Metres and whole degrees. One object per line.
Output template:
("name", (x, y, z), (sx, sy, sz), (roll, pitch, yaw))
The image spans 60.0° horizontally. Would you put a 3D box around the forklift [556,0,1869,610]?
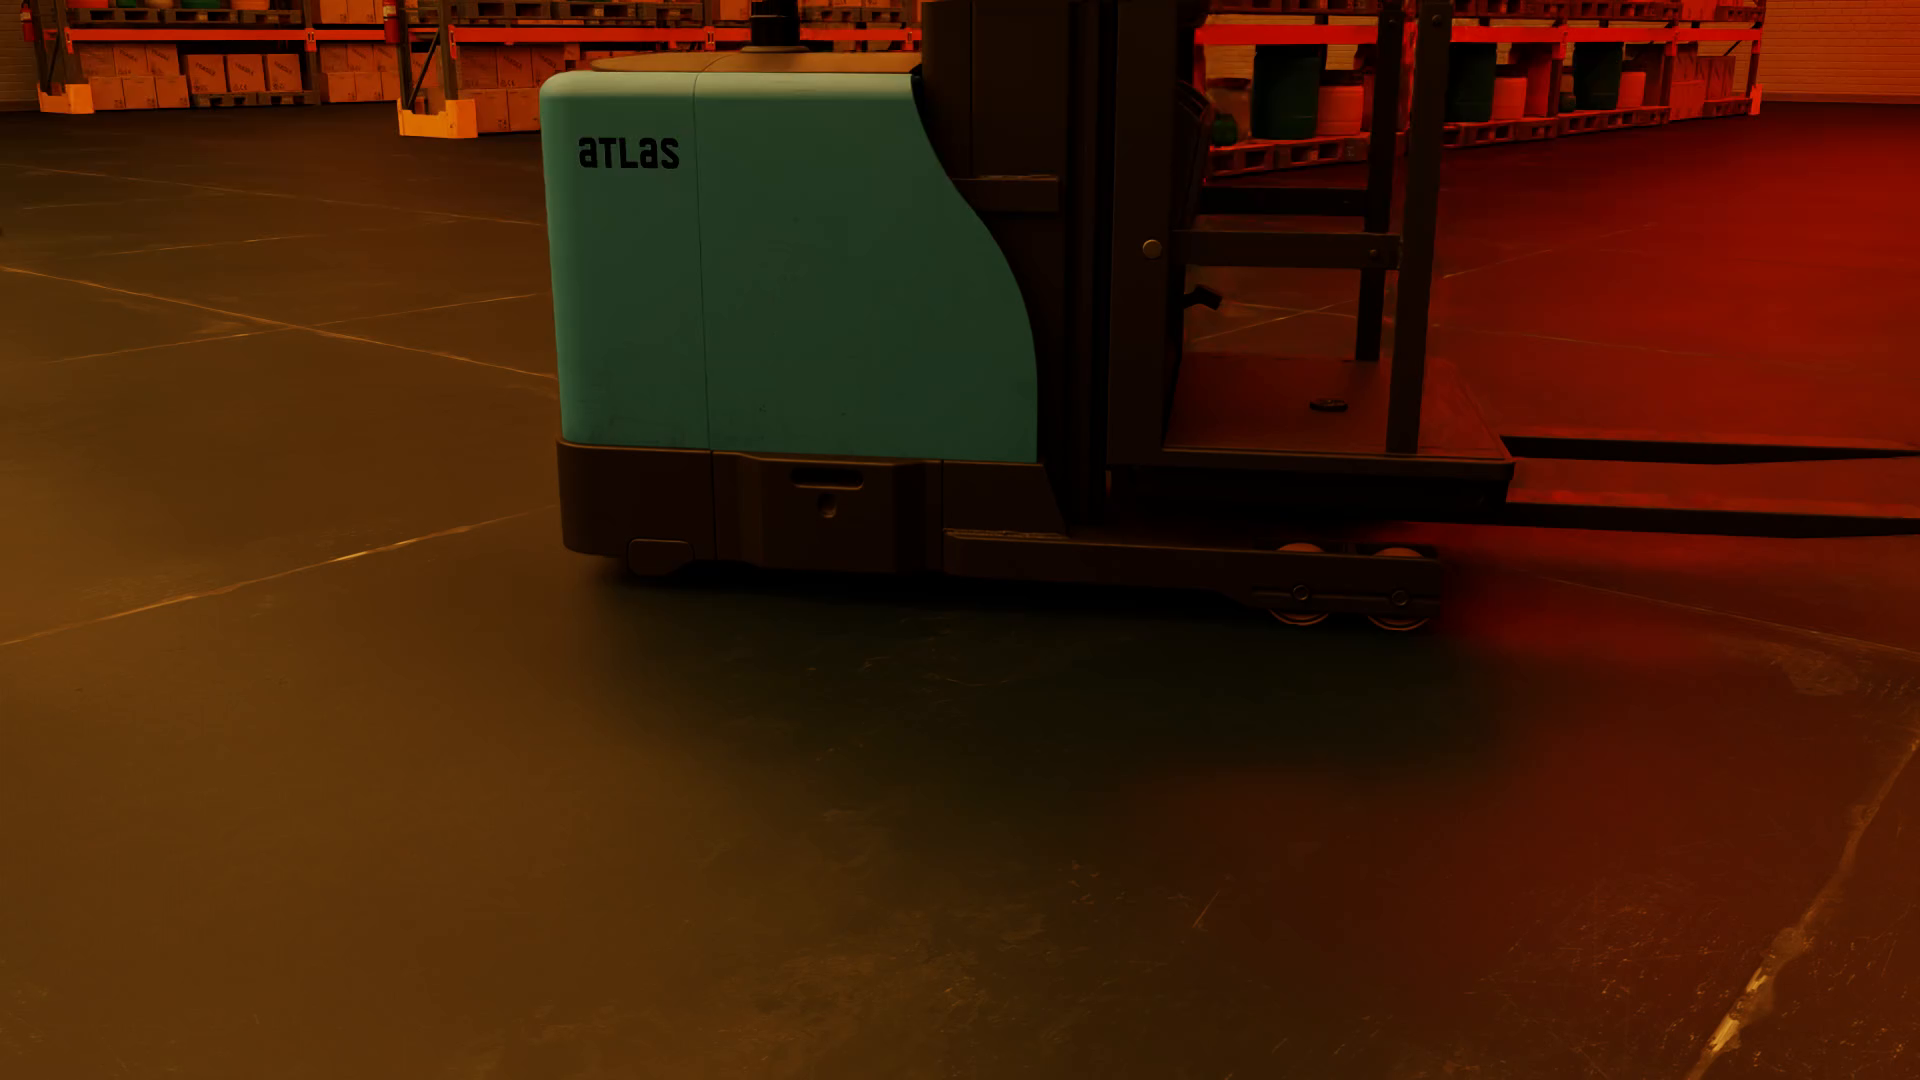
("forklift", (0.636, -1.451, 3.675), (3.031, 2.935, 1.130), (-3, 17, -10))
